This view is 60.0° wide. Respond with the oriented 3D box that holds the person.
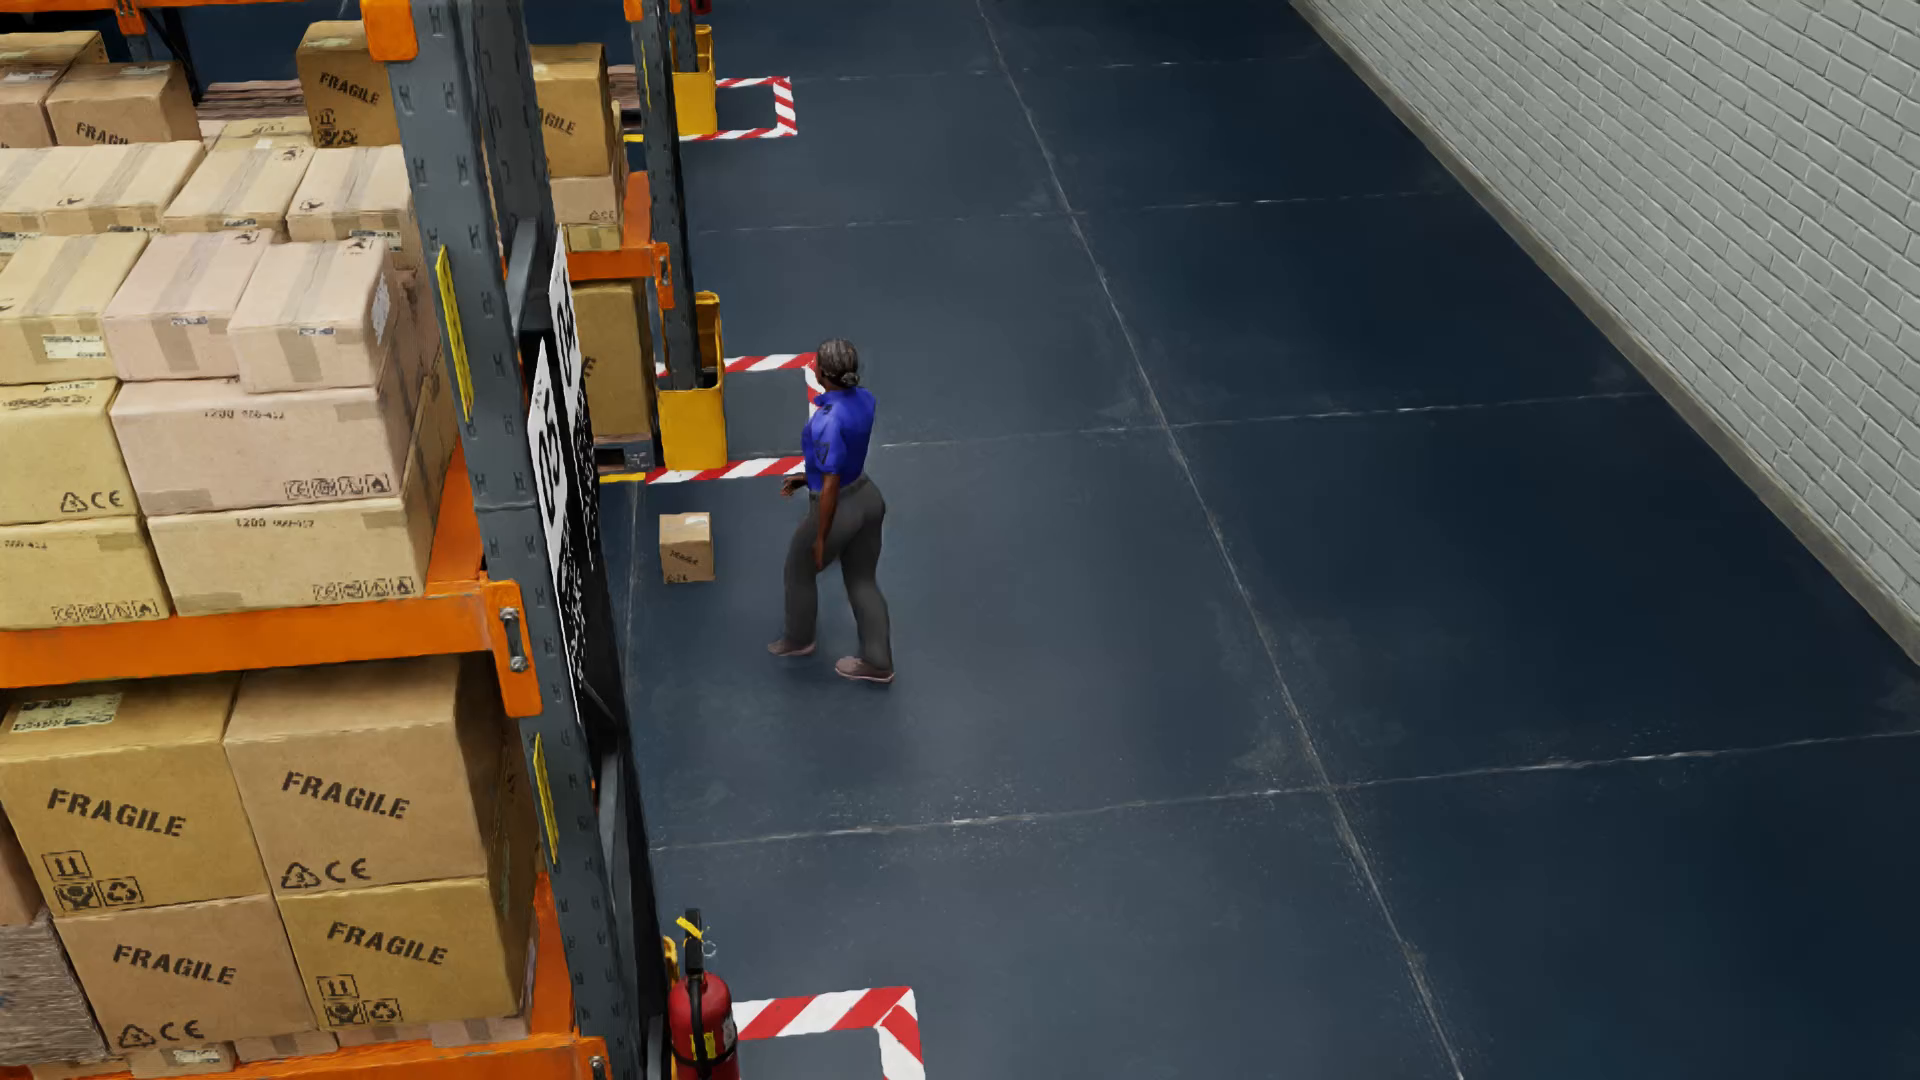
[{"bbox_3d":[-0.574,-0.106,7.389,0.699,1.685,0.544,20,40,26],"label":"person"}]
